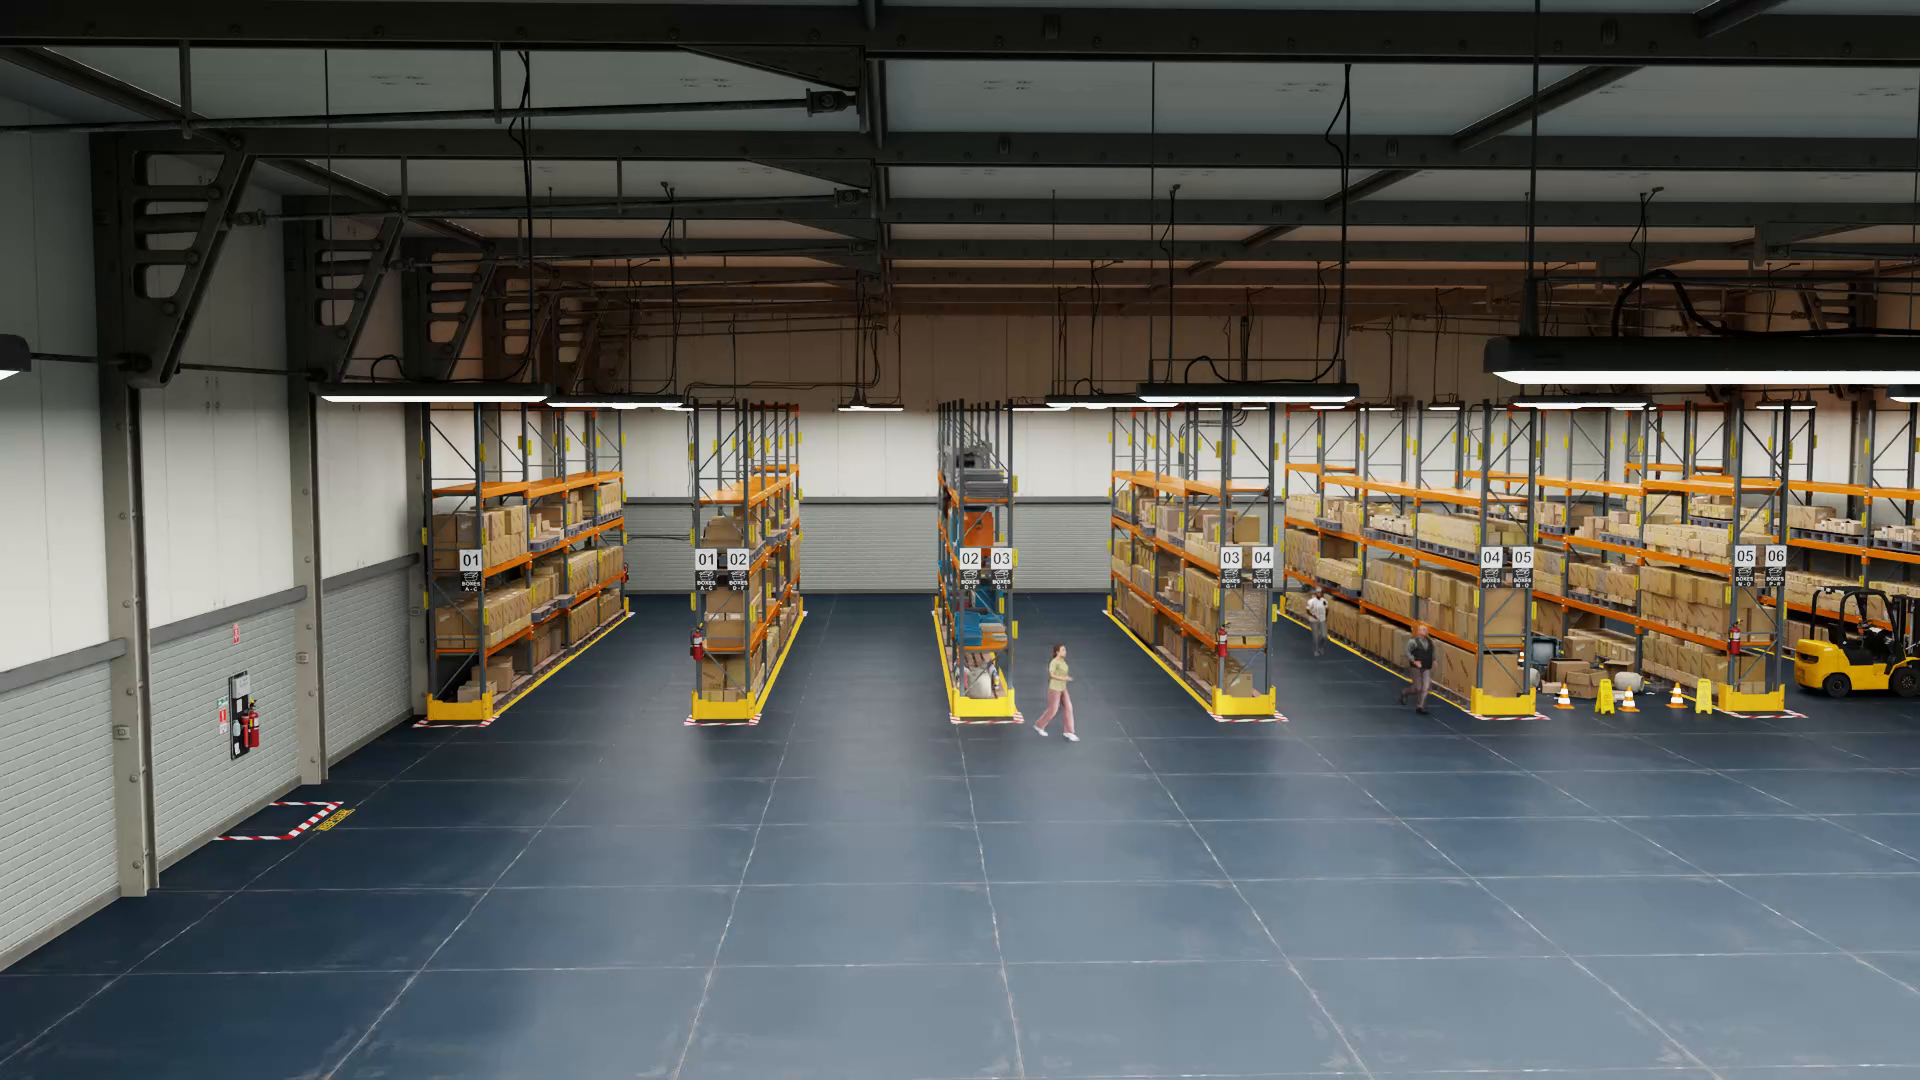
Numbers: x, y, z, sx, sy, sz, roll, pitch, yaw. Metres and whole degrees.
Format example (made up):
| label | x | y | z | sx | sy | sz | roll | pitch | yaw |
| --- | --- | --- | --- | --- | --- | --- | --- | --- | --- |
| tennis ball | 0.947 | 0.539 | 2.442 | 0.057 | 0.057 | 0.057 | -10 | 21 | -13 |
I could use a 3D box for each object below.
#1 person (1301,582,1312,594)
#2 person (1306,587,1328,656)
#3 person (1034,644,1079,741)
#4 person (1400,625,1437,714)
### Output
| label | x | y | z | sx | sy | sz | roll | pitch | yaw |
| --- | --- | --- | --- | --- | --- | --- | --- | --- | --- |
| person | 10.261 | 1.244 | 49.046 | 0.538 | 1.534 | 0.707 | 2 | 5 | 23 |
| person | 8.427 | 1.921 | 39.098 | 0.576 | 1.656 | 0.573 | 0 | 4 | -2 |
| person | 1.701 | 2.667 | 29.252 | 0.830 | 1.714 | 0.589 | 2 | 5 | 30 |
| person | 8.891 | 2.475 | 31.961 | 0.698 | 1.676 | 0.744 | -1 | 5 | -16 |
